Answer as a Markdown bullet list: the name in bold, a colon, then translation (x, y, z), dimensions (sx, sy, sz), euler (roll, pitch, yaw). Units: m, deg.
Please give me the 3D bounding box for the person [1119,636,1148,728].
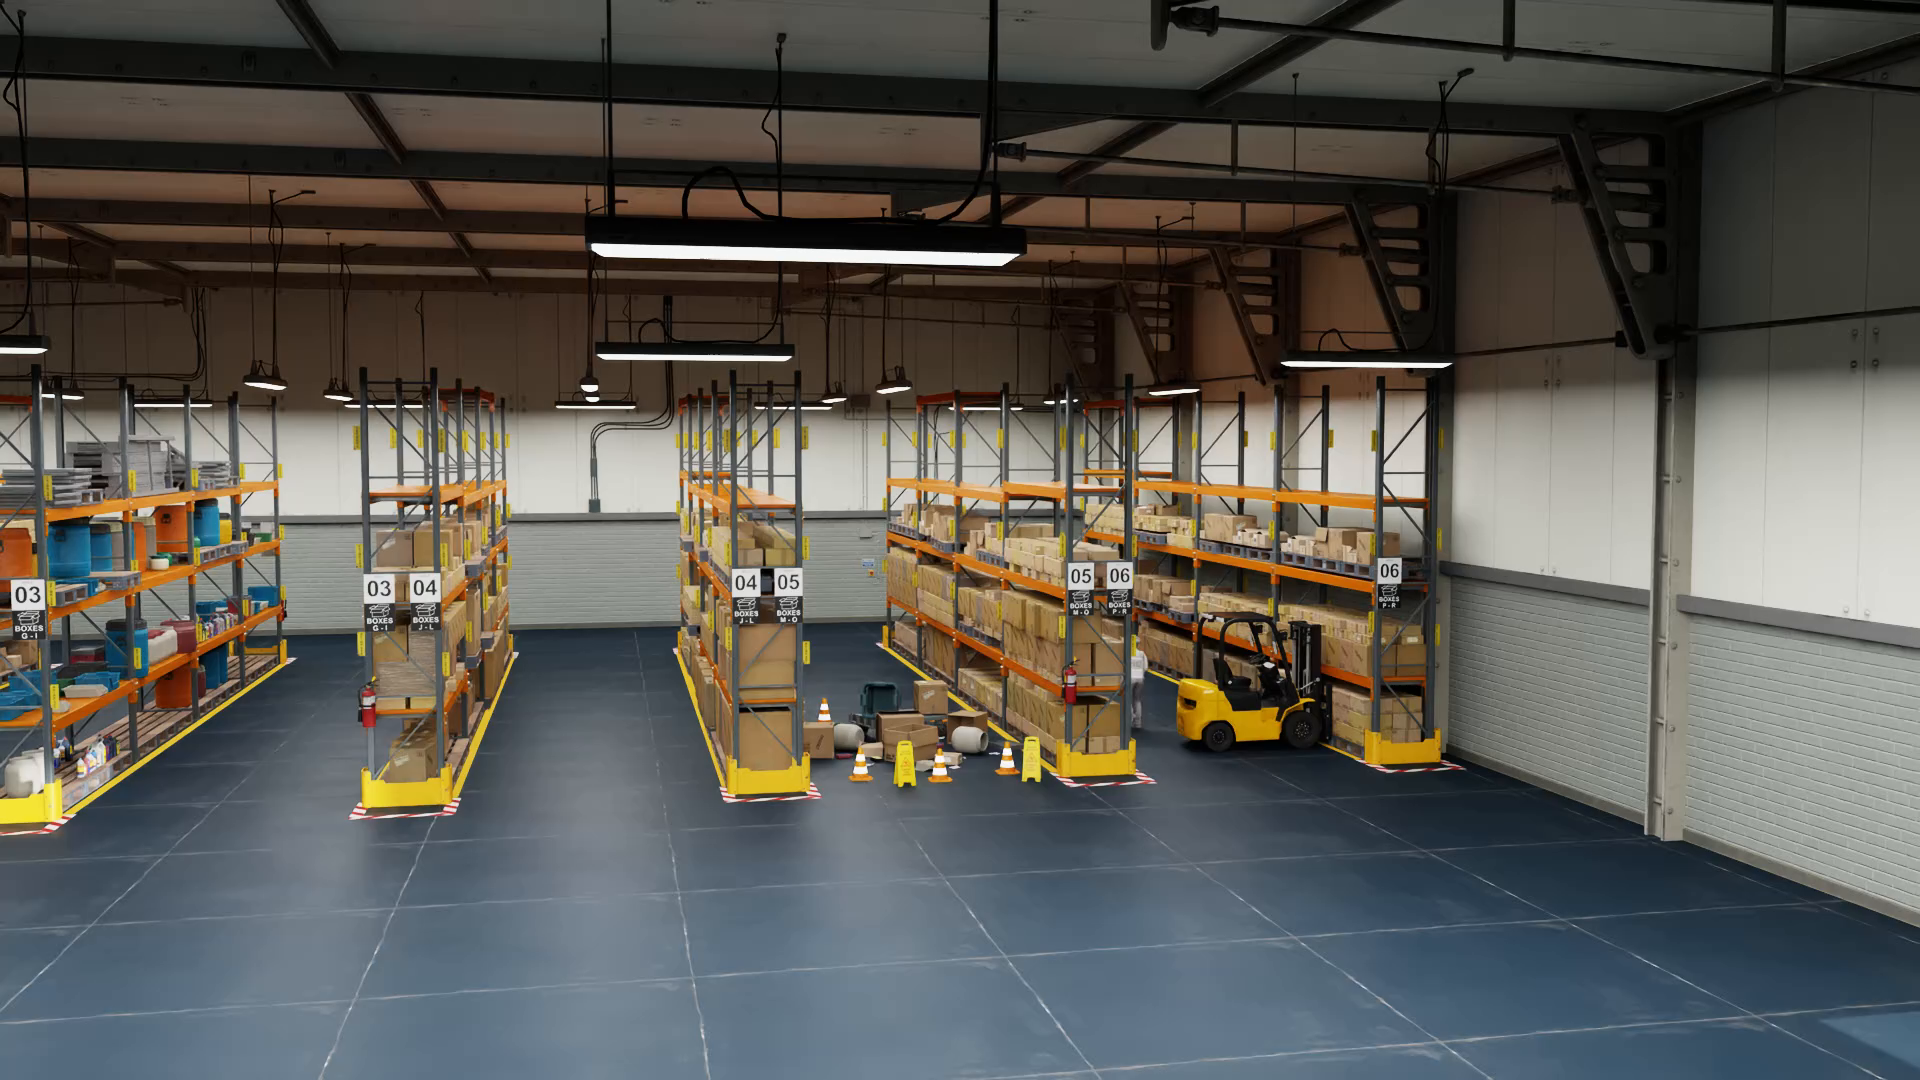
- **person**: translation (3.040, 2.476, 29.254), dimensions (0.581, 1.585, 0.706), euler (-1, 3, -10)
